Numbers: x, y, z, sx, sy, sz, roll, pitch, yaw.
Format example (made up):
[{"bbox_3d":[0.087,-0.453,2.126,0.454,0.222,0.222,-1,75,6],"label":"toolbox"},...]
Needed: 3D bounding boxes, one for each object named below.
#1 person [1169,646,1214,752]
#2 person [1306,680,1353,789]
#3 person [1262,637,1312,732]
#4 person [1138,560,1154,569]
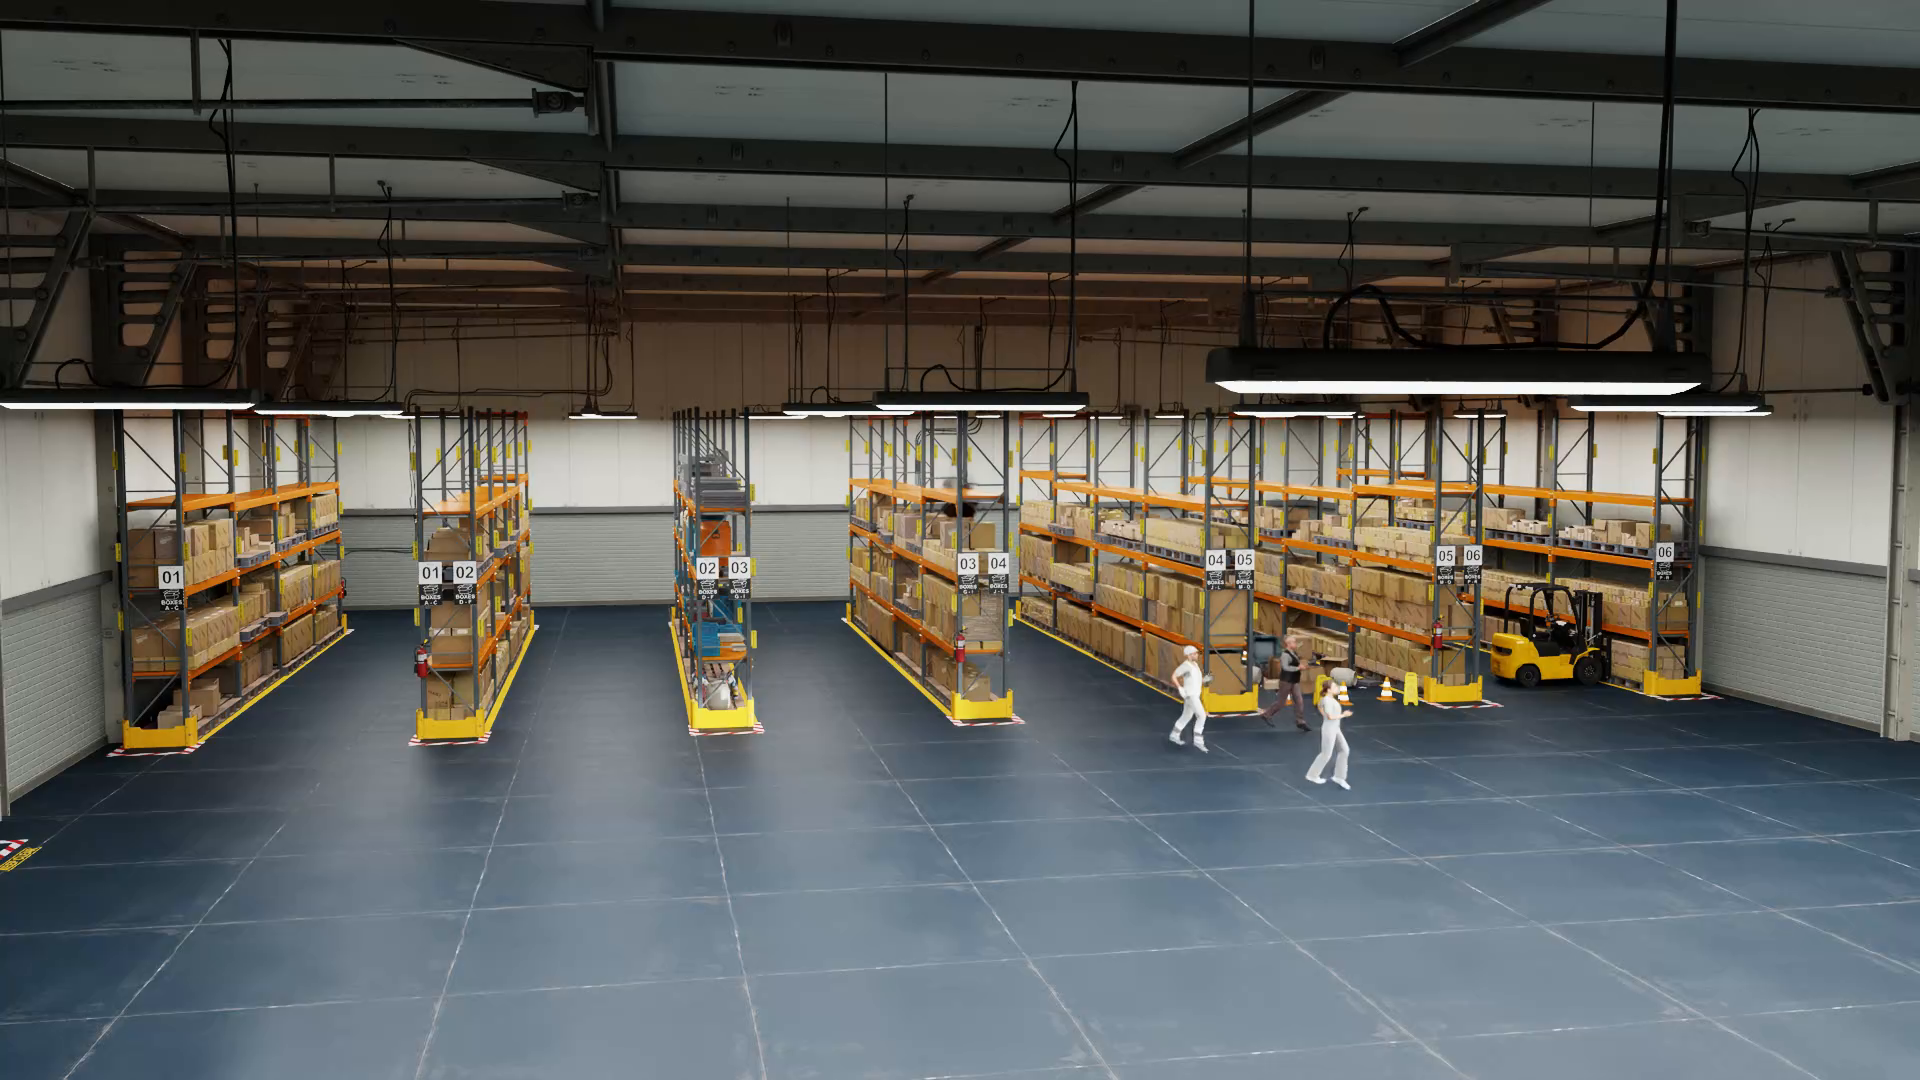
[{"bbox_3d":[4.021,2.762,28.999,0.793,1.846,0.646,2,4,21],"label":"person"},{"bbox_3d":[5.782,3.036,26.001,0.715,1.723,0.547,2,4,22],"label":"person"},{"bbox_3d":[6.057,2.649,30.739,0.951,1.727,0.646,3,5,37],"label":"person"},{"bbox_3d":[5.594,1.246,50.655,0.905,1.825,0.677,0,4,-5],"label":"person"}]
